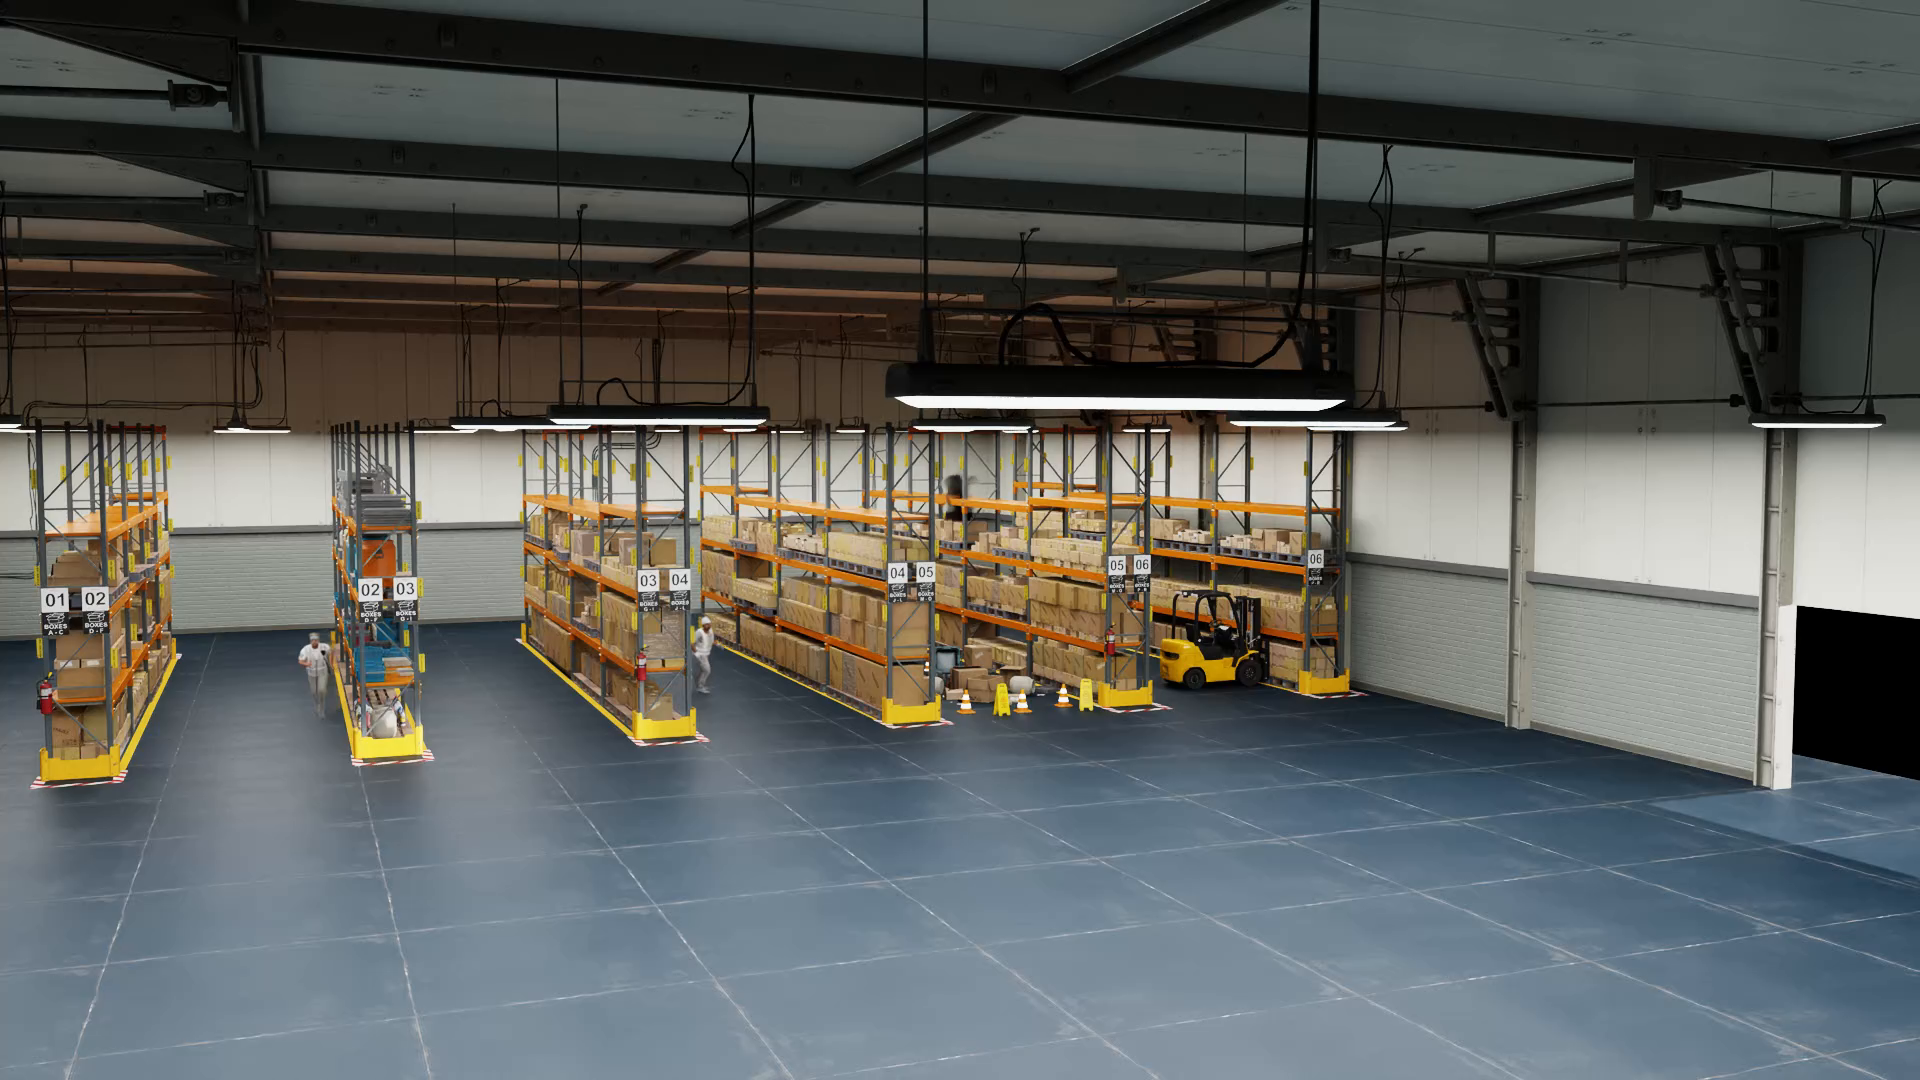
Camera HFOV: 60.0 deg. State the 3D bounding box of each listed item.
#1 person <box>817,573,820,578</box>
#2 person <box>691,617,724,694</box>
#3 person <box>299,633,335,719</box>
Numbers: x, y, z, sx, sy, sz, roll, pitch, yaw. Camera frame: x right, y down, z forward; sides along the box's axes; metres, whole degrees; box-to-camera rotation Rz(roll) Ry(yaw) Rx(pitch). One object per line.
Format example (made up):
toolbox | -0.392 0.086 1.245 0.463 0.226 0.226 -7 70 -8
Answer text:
person | -4.439 1.687 51.442 0.848 1.625 0.622 -2 4 -31
person | -5.681 2.565 37.138 0.794 1.716 0.679 1 4 16
person | -13.126 2.736 33.988 0.667 1.750 0.999 -1 4 -12
